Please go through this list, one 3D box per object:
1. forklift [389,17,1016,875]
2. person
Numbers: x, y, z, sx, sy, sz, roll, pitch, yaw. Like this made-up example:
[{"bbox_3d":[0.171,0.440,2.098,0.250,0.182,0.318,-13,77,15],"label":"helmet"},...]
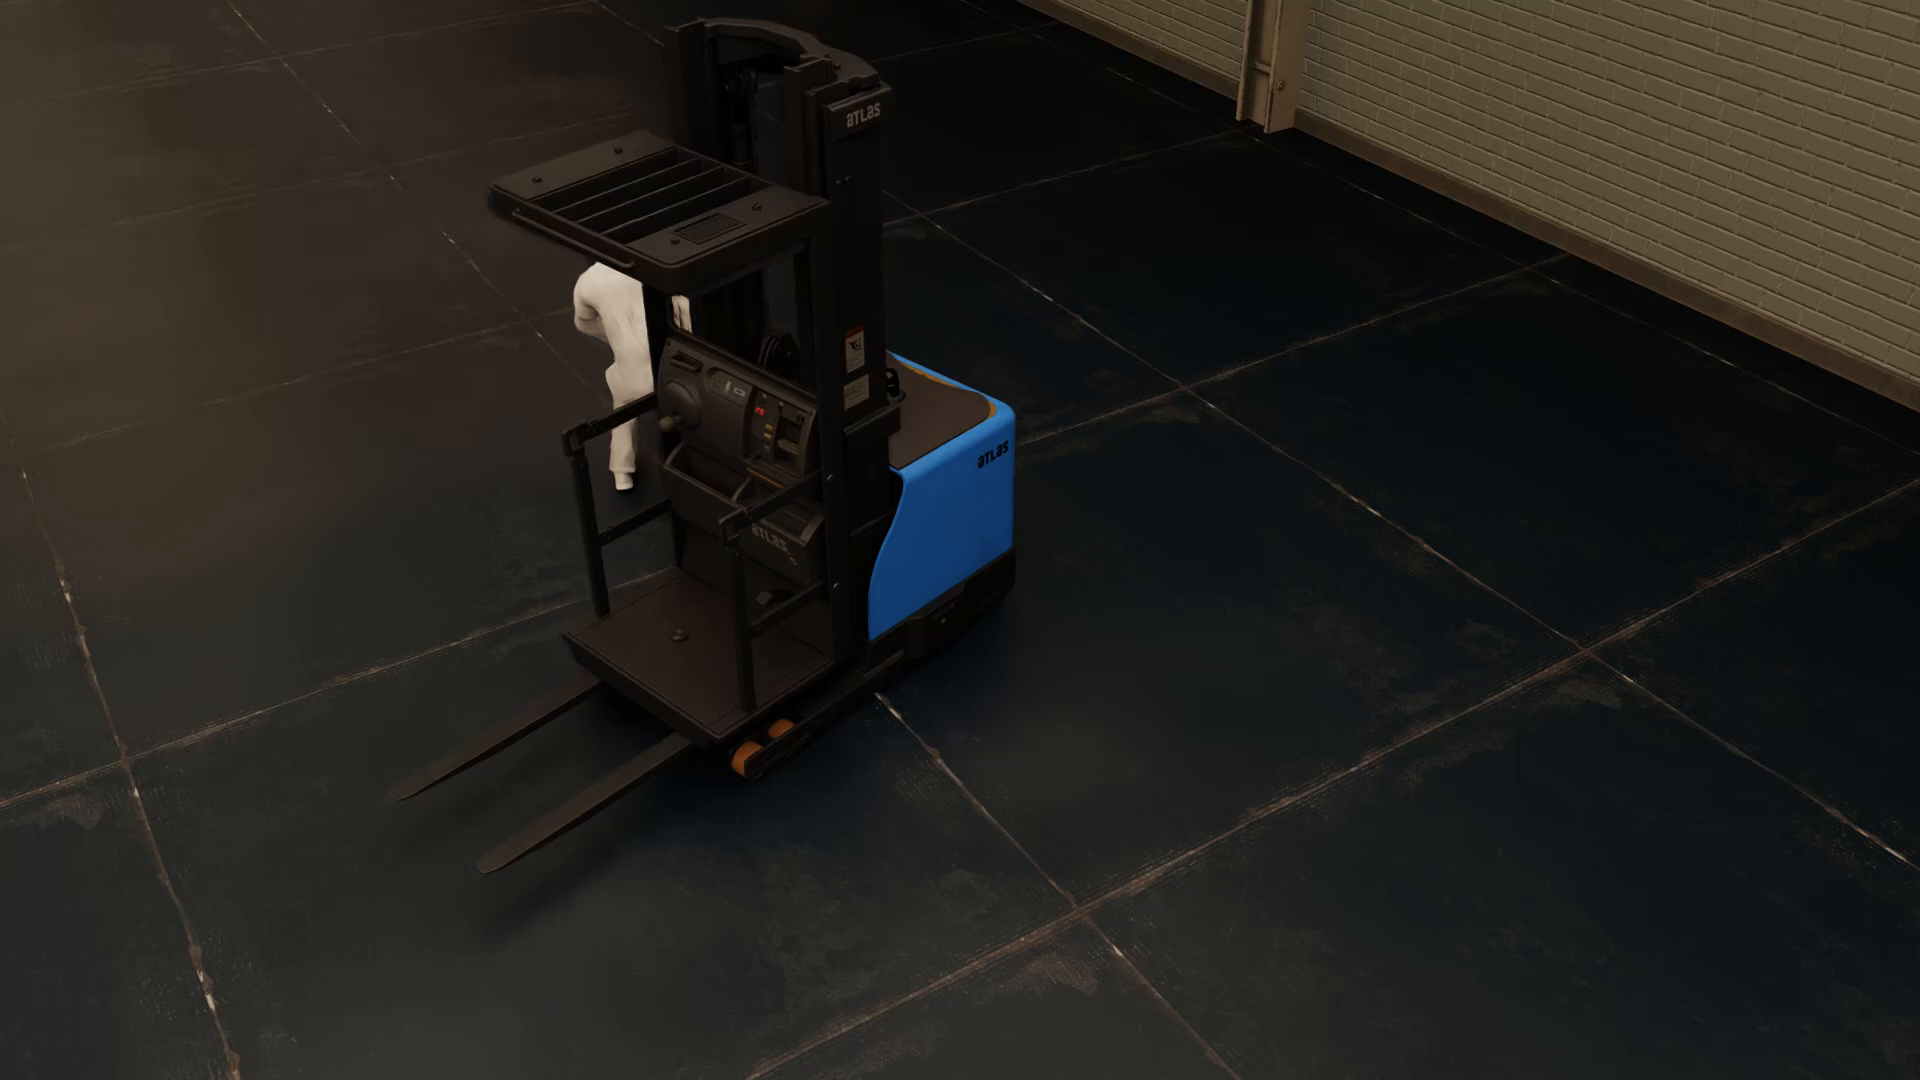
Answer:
[{"bbox_3d":[-1.085,-0.492,6.847,1.130,2.935,3.031,27,43,33],"label":"forklift"},{"bbox_3d":[-1.635,-1.052,8.883,0.818,1.554,0.740,-2,35,-2],"label":"person"}]
